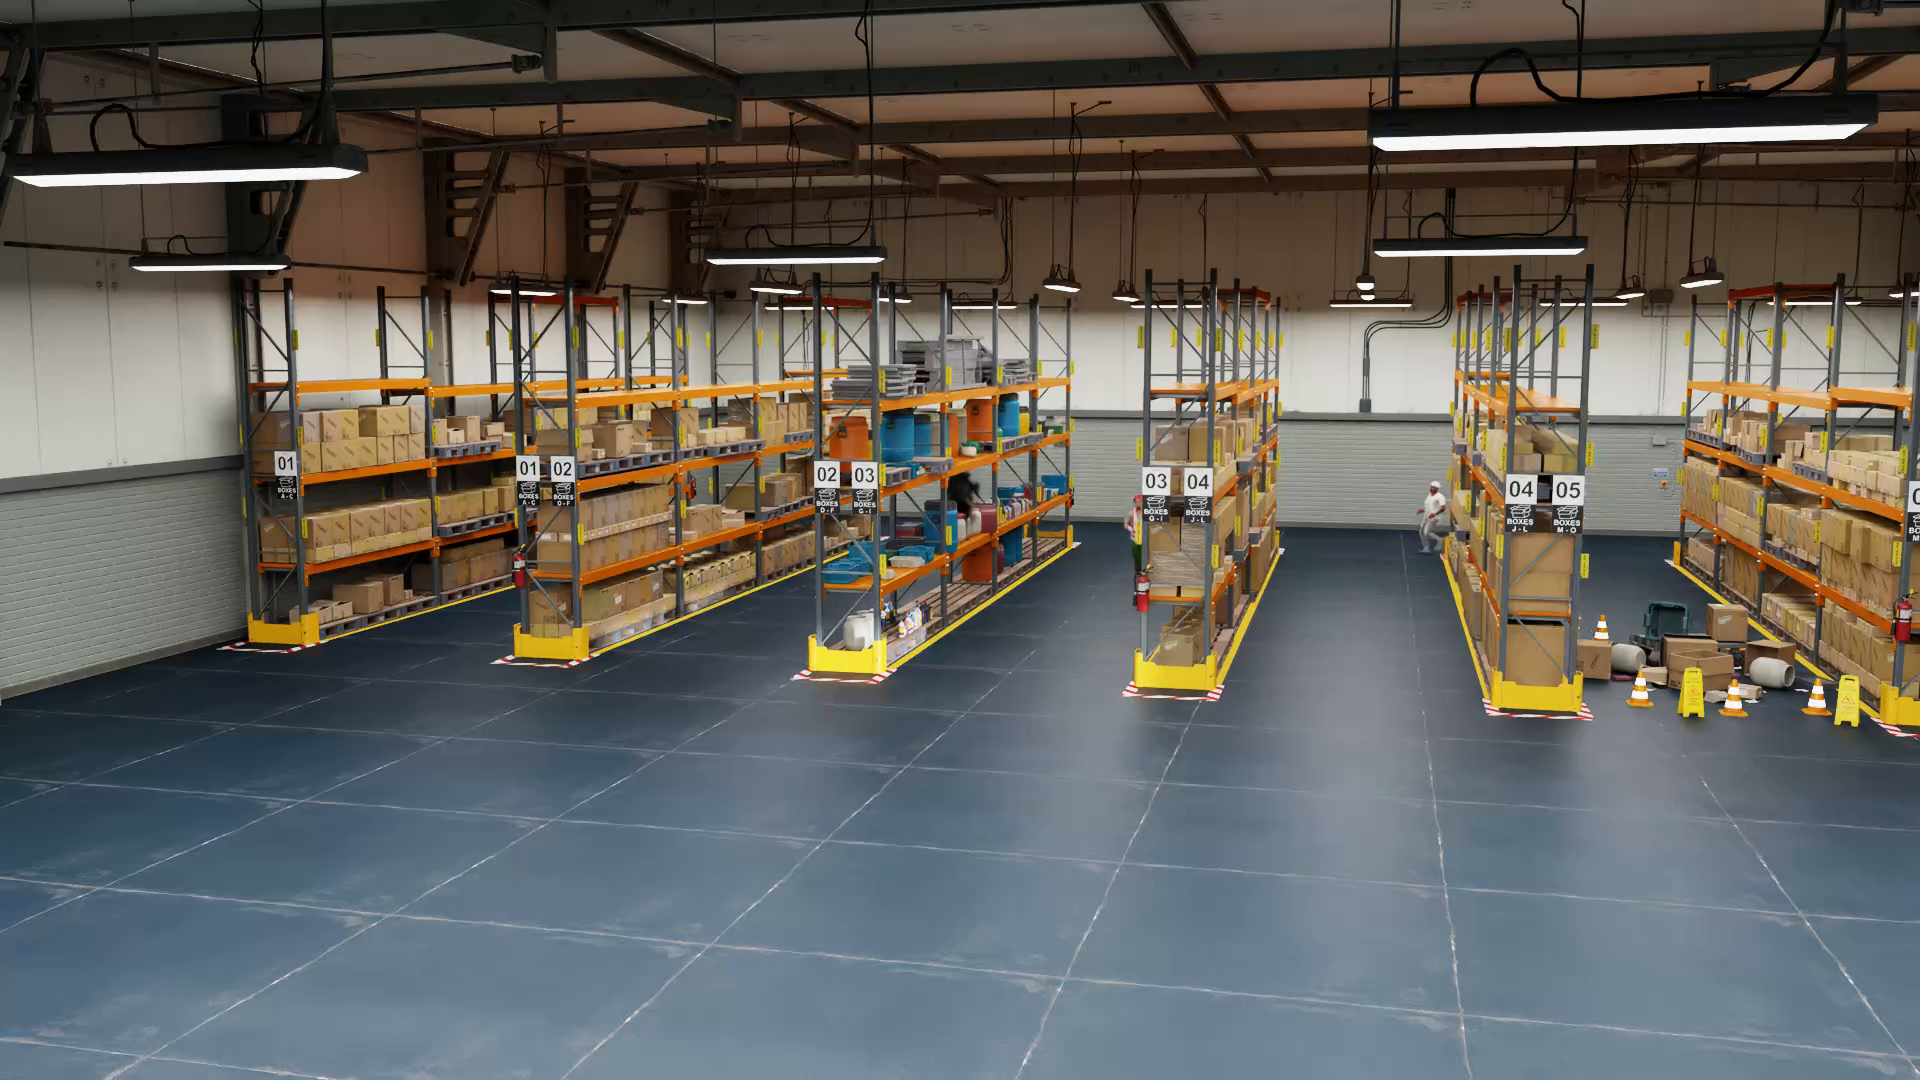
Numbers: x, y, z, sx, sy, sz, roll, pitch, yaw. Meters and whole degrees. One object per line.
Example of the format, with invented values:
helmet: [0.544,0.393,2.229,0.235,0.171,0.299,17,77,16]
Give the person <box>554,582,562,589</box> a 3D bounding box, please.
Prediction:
person: [-7.129,0.563,30.173,0.656,1.692,0.627,2,7,16]

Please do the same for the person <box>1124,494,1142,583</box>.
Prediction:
person: [3.476,0.025,31.874,0.675,1.810,0.833,2,7,18]

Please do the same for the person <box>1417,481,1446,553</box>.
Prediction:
person: [11.108,-0.533,39.170,0.558,1.714,0.742,-2,7,-13]
